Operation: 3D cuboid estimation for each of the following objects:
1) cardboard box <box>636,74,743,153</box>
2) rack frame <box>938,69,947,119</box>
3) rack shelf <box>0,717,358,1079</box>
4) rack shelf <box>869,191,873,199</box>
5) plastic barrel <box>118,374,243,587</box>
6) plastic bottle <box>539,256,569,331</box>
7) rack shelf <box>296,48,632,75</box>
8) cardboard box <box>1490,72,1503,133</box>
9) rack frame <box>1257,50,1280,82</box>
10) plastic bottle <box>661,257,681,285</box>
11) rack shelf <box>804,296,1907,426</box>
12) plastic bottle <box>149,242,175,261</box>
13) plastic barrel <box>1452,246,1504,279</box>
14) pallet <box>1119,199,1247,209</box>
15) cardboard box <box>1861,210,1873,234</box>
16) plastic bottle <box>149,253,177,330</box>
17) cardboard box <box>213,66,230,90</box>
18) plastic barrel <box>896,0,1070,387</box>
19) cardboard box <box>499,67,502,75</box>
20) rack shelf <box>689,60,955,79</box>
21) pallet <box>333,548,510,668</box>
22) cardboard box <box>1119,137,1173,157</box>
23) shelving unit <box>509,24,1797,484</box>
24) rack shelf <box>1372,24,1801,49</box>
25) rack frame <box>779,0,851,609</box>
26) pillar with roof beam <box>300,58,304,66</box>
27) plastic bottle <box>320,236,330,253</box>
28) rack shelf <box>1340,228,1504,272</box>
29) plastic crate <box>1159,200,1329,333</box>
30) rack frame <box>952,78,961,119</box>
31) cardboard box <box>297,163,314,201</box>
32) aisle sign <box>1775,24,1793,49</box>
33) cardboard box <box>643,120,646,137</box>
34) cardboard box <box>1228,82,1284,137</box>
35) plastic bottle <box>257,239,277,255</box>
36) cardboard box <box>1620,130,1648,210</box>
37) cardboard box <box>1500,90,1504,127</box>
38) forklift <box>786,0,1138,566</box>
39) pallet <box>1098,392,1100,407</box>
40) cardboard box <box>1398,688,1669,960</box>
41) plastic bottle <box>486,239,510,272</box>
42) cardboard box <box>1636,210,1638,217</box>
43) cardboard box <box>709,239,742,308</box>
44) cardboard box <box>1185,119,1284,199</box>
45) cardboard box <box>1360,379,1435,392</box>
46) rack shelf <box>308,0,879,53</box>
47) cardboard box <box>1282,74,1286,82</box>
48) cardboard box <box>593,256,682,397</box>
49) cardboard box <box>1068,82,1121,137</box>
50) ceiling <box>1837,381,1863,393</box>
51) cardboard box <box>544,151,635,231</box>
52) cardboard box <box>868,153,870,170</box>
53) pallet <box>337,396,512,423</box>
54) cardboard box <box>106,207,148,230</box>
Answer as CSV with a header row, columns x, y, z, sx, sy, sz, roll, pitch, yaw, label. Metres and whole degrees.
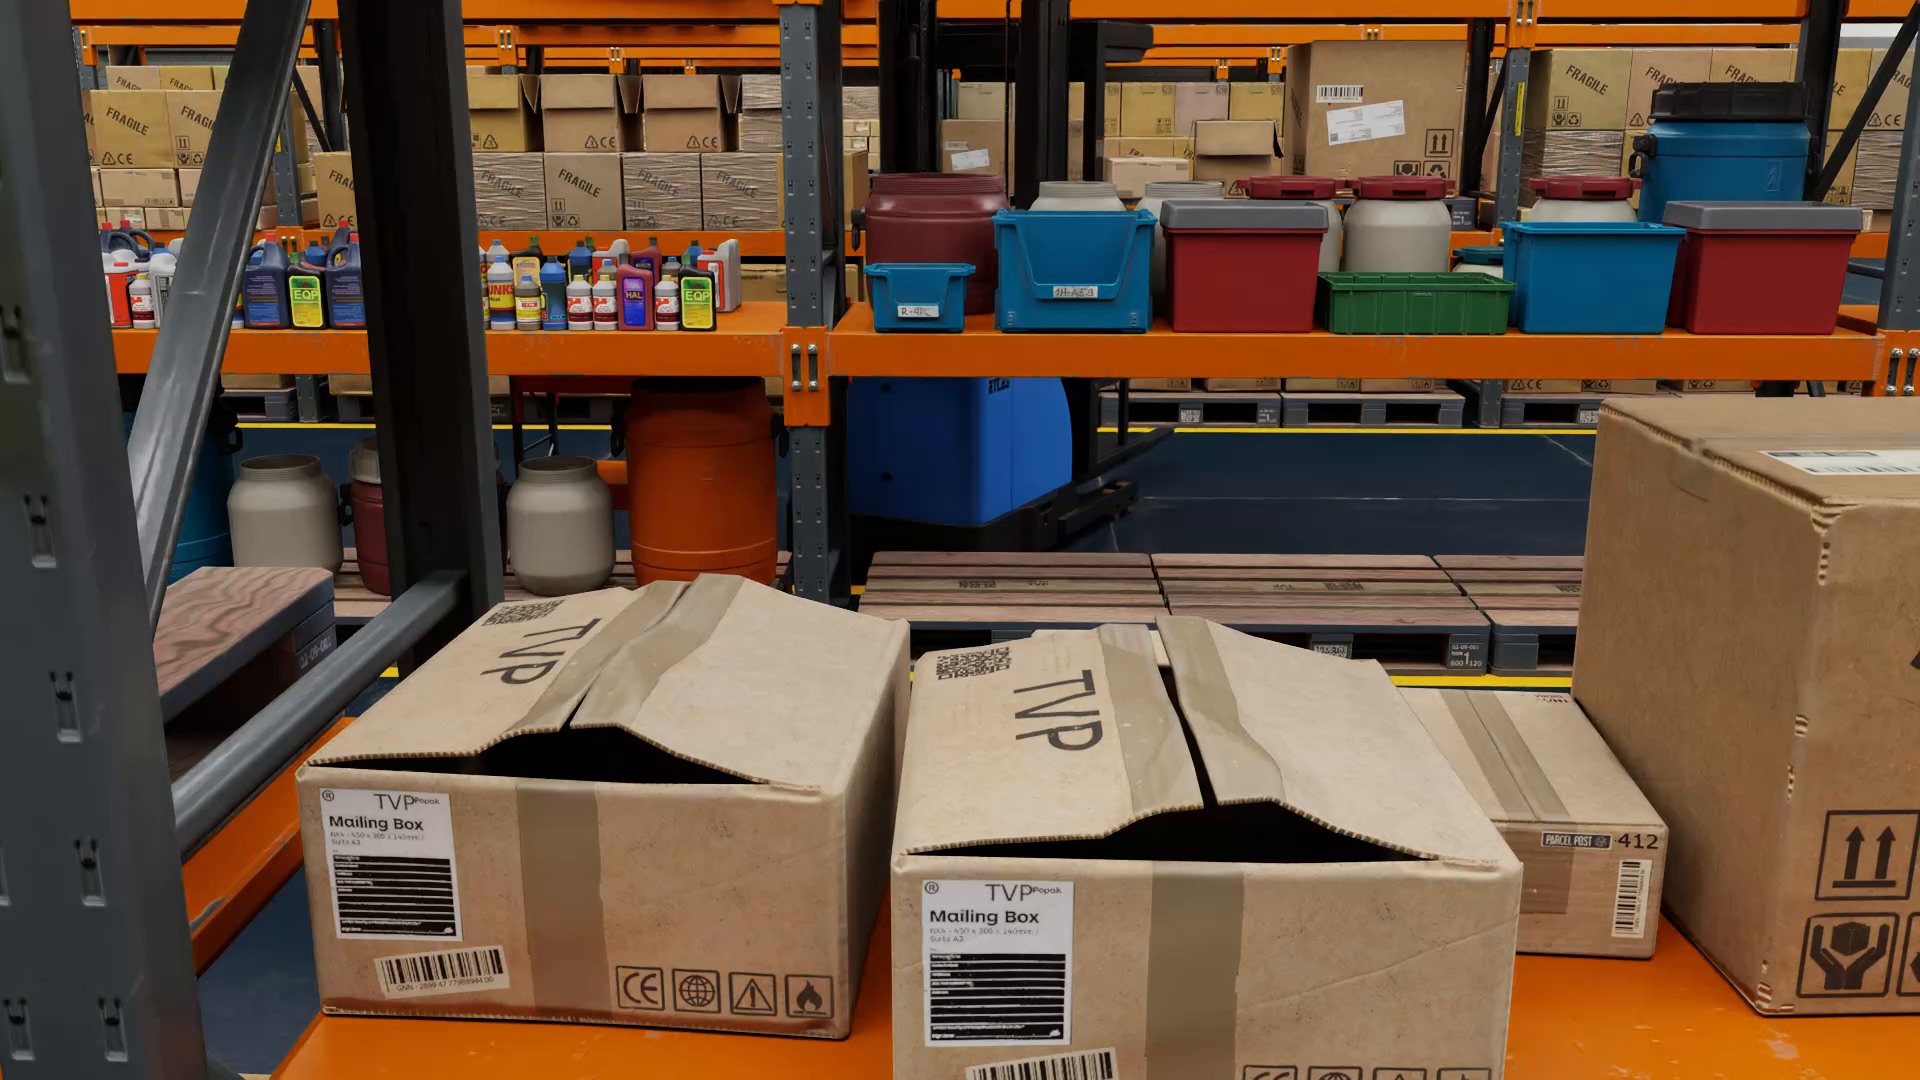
x,y,z,sx,sy,sz,roll,pitch,yaw,label
-1.816,-2.892,11.259,0.637,0.503,0.797,1,15,3,cardboard box
-0.206,-3.609,16.139,0.127,3.000,1.000,0,15,1,rack frame
-2.690,0.516,1.913,4.000,0.370,1.077,0,15,1,rack shelf
-2.206,-3.274,16.280,4.000,0.370,1.077,0,15,1,rack shelf
-3.308,-0.284,6.825,0.708,0.901,0.600,0,15,1,plastic barrel
-1.516,-0.921,6.204,0.097,0.271,0.097,0,15,0,plastic bottle
-6.179,-6.013,20.783,4.000,0.370,1.077,0,15,1,rack shelf
5.249,-4.154,15.793,0.550,0.550,0.875,0,15,1,cardboard box
3.818,-4.846,20.827,0.127,3.000,1.000,0,15,1,rack frame
-1.198,-1.079,6.939,0.097,0.201,0.097,0,15,0,plastic bottle
1.439,-0.721,6.602,4.000,0.370,1.077,0,15,1,rack shelf
-3.272,-1.088,6.835,0.097,0.271,0.097,0,15,0,plastic bottle
2.119,-1.036,6.659,0.301,0.262,0.301,0,15,0,plastic barrel
1.546,-2.249,11.362,1.213,0.211,1.003,0,15,1,pallet
5.771,-2.103,10.924,0.250,0.149,0.380,0,15,1,cardboard box
0.869,-0.389,6.295,7.774,1.356,0.255,0,15,1,plastic bottle
-6.738,-4.255,15.849,0.500,0.500,0.500,0,15,0,cardboard box
0.047,-1.487,8.043,0.959,2.708,0.752,0,15,1,plastic barrel
-4.650,-4.376,16.306,0.500,0.500,0.500,1,15,3,cardboard box
-2.057,-7.253,25.482,4.000,0.370,1.077,0,15,1,rack shelf
-2.566,0.264,6.927,1.213,0.211,1.003,0,15,1,pallet
1.746,-3.576,15.817,0.500,0.500,0.500,0,15,1,cardboard box
5.614,-5.257,16.504,12.942,6.000,21.321,2,15,6,shelving unit
5.792,-4.672,15.700,4.000,0.370,1.077,0,15,1,rack shelf
-0.561,-1.082,6.559,0.127,3.000,1.000,0,15,1,rack frame
-10.838,-8.240,21.933,0.400,9.000,9.100,0,15,1,pillar with roof beam
-2.689,-1.133,6.984,0.133,0.283,0.061,0,15,1,plastic bottle
1.565,-1.984,11.389,4.000,0.370,1.077,0,15,1,rack shelf
1.047,-1.024,6.215,0.583,0.464,0.402,0,15,1,plastic crate
-0.058,-6.138,25.724,0.127,3.000,1.000,0,15,1,rack frame
-4.896,-2.512,11.692,0.500,0.250,0.500,0,15,0,cardboard box
7.869,-4.890,15.898,0.004,0.787,0.394,0,15,1,aisle sign
-3.039,-3.879,15.667,0.250,0.149,0.380,0,15,1,cardboard box
2.781,-4.119,15.917,0.500,0.500,0.700,0,15,0,cardboard box
-2.921,-1.119,6.946,0.135,0.276,0.152,0,15,1,plastic bottle
4.512,-2.480,11.080,0.500,0.500,0.875,0,15,1,cardboard box
4.021,-3.061,11.325,0.500,0.500,0.500,0,15,1,cardboard box
20.490,-0.004,2.784,42.501,2.843,10.823,7,17,26,forklift
0.347,-0.991,11.682,1.213,0.211,1.003,0,15,1,pallet
0.585,0.297,1.826,0.250,0.149,0.380,1,15,6,cardboard box
-2.984,-1.125,6.975,2.212,0.271,0.097,0,15,1,plastic bottle
4.522,-2.120,10.989,0.250,0.149,0.380,0,15,1,cardboard box
-4.662,0.123,4.354,7.345,1.356,5.886,0,15,1,cardboard box
1.829,-2.559,11.135,0.637,0.503,0.797,2,15,7,cardboard box
2.951,-1.332,11.547,0.500,0.500,0.700,-1,15,-3,cardboard box
-2.434,-3.460,11.105,4.000,0.370,1.077,0,15,1,rack shelf
4.252,-5.463,20.428,0.500,0.500,0.700,0,15,1,cardboard box
-2.014,-1.538,11.631,0.875,0.875,1.225,0,15,2,cardboard box
1.261,-4.129,15.956,0.500,0.500,0.700,0,15,1,cardboard box
6.341,-1.290,11.428,0.614,0.500,0.614,0,15,1,ceiling
-2.460,-2.344,11.148,0.500,0.500,0.500,1,15,2,cardboard box
-0.960,-3.579,15.693,0.250,0.149,0.380,0,15,1,cardboard box
-3.660,-1.037,11.855,1.213,0.211,1.003,0,15,1,pallet
-5.517,-2.173,11.187,0.250,0.149,0.380,1,15,2,cardboard box
